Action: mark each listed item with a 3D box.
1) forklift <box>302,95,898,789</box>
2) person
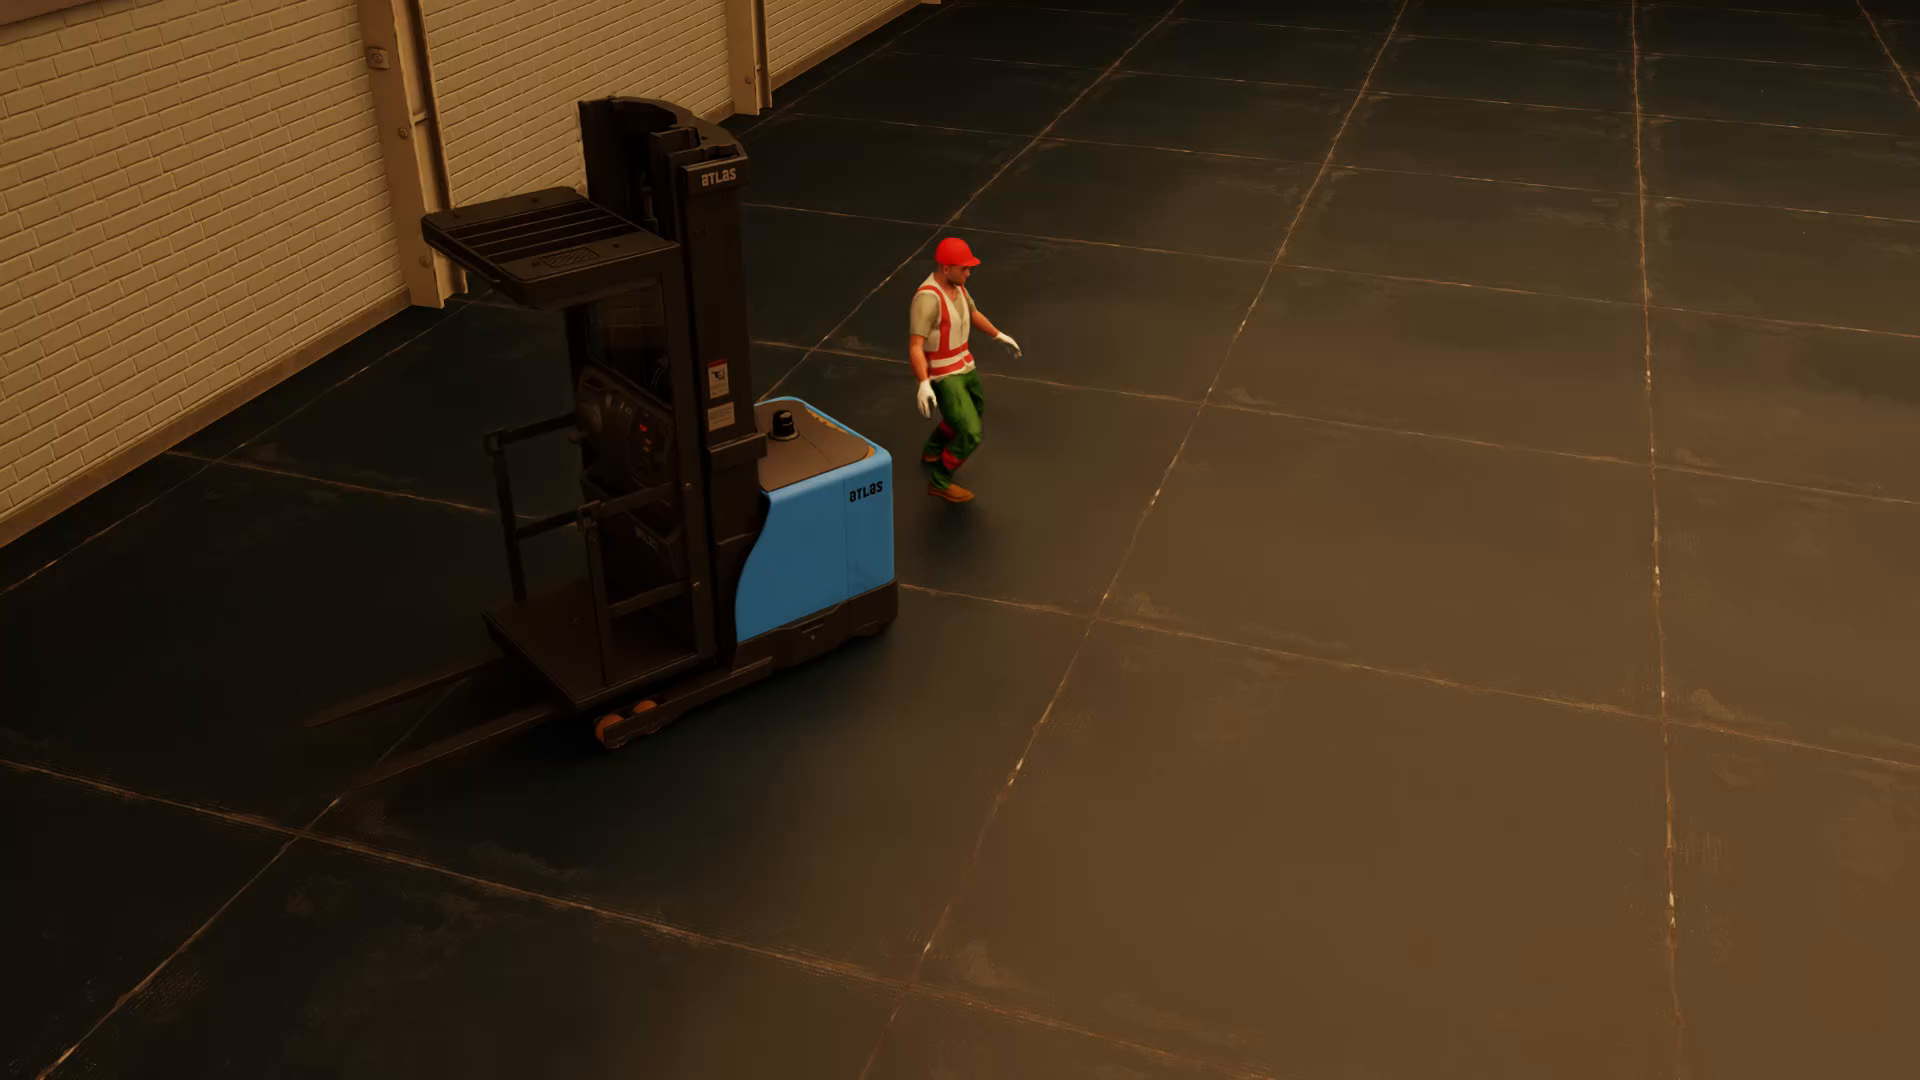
[{"bbox_3d":[-1.812,-0.532,8.070,3.031,2.935,1.130,-22,36,-33],"label":"forklift"},{"bbox_3d":[-0.035,-1.077,10.354,0.678,1.651,0.993,14,33,23],"label":"person"}]
